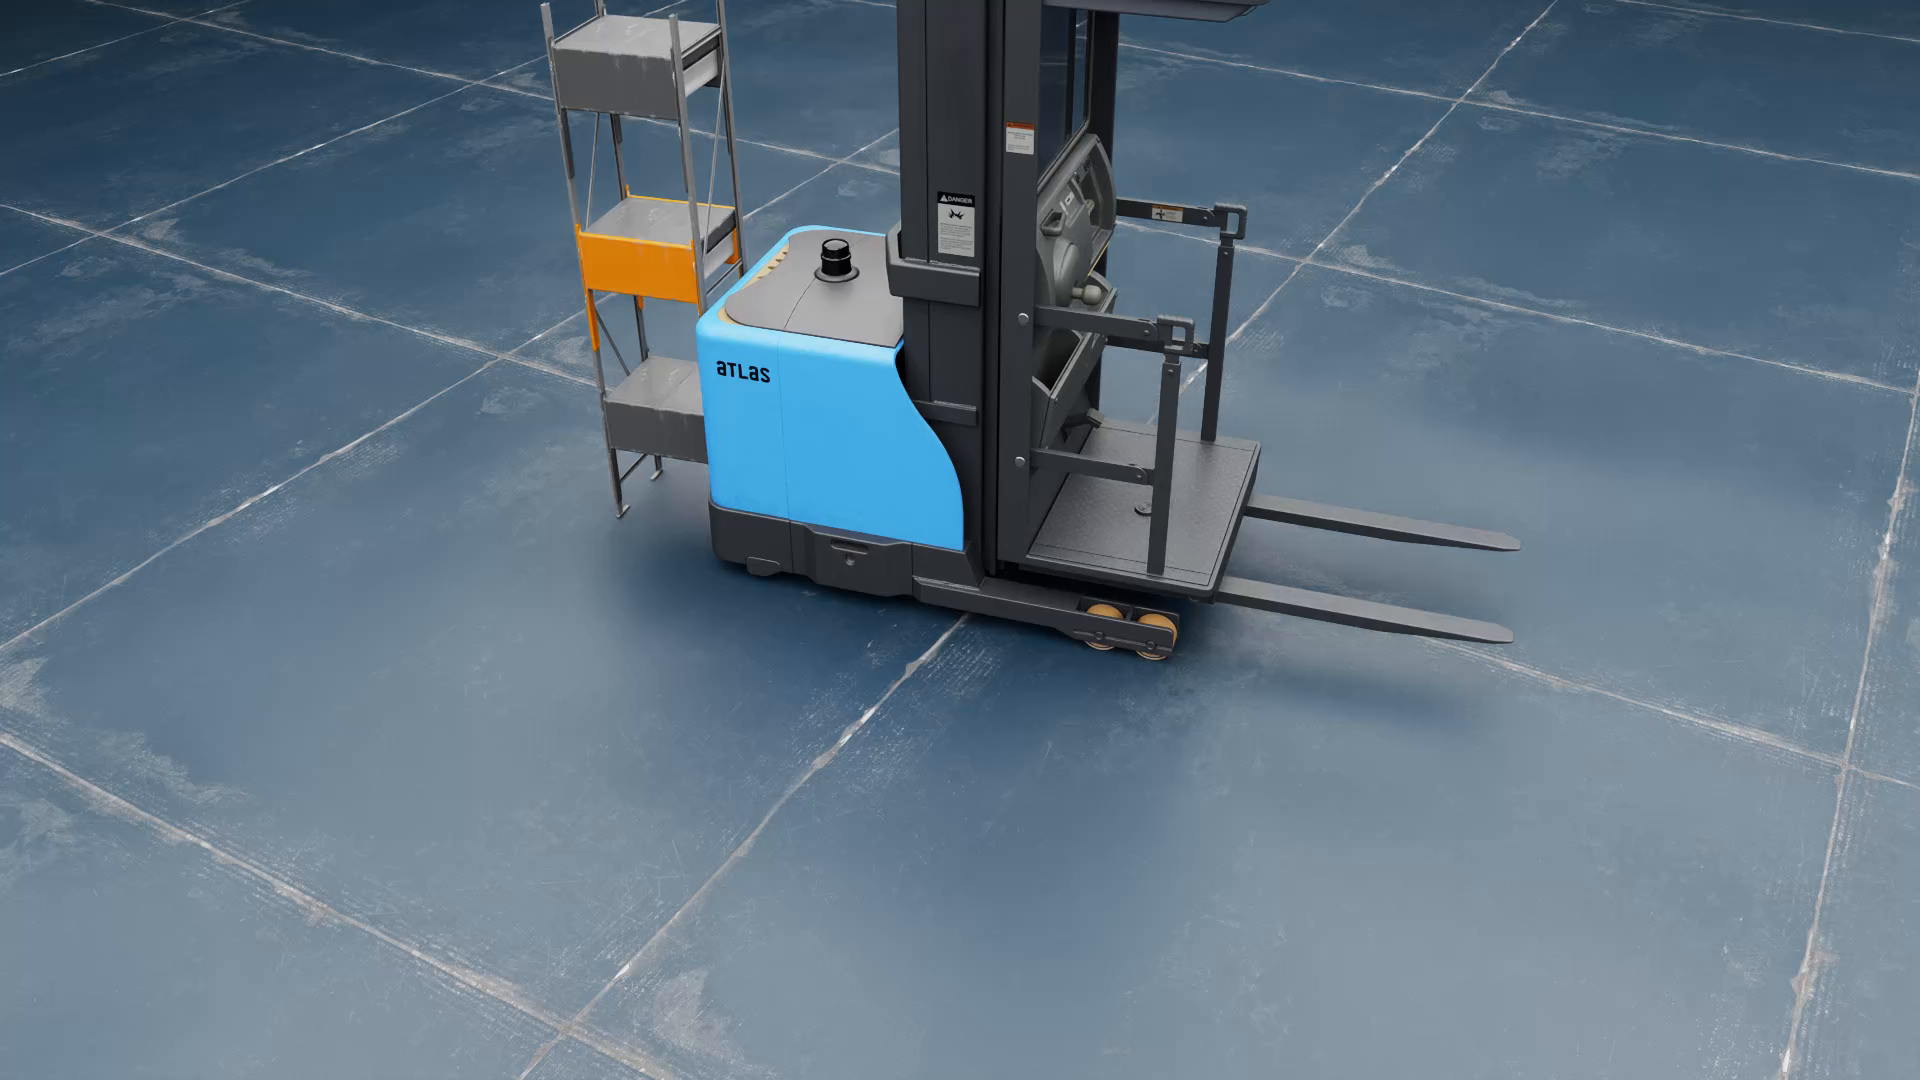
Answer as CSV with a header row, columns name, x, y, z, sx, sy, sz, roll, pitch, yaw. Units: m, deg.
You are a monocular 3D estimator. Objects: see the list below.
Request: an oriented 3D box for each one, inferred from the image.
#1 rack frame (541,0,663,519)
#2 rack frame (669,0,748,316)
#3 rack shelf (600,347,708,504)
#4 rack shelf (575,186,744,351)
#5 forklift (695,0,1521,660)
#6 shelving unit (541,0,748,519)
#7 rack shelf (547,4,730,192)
name,x,y,z,sx,sy,sz,roll,pitch,yaw
rack frame,-1.366,-1.071,6.464,0.015,2.100,0.400,10,35,15
rack frame,-0.901,-0.993,6.337,0.015,2.100,0.400,10,35,15
rack shelf,-1.126,-0.437,6.794,0.480,0.518,0.431,10,35,15
rack shelf,-1.134,-1.021,6.408,0.480,0.518,0.431,10,35,15
forklift,0.597,-1.112,5.776,3.031,2.935,1.130,10,35,15
shelving unit,-1.134,-1.032,6.401,0.503,2.100,0.431,10,35,15
rack shelf,-1.141,-1.605,6.022,0.480,0.518,0.431,10,35,15
